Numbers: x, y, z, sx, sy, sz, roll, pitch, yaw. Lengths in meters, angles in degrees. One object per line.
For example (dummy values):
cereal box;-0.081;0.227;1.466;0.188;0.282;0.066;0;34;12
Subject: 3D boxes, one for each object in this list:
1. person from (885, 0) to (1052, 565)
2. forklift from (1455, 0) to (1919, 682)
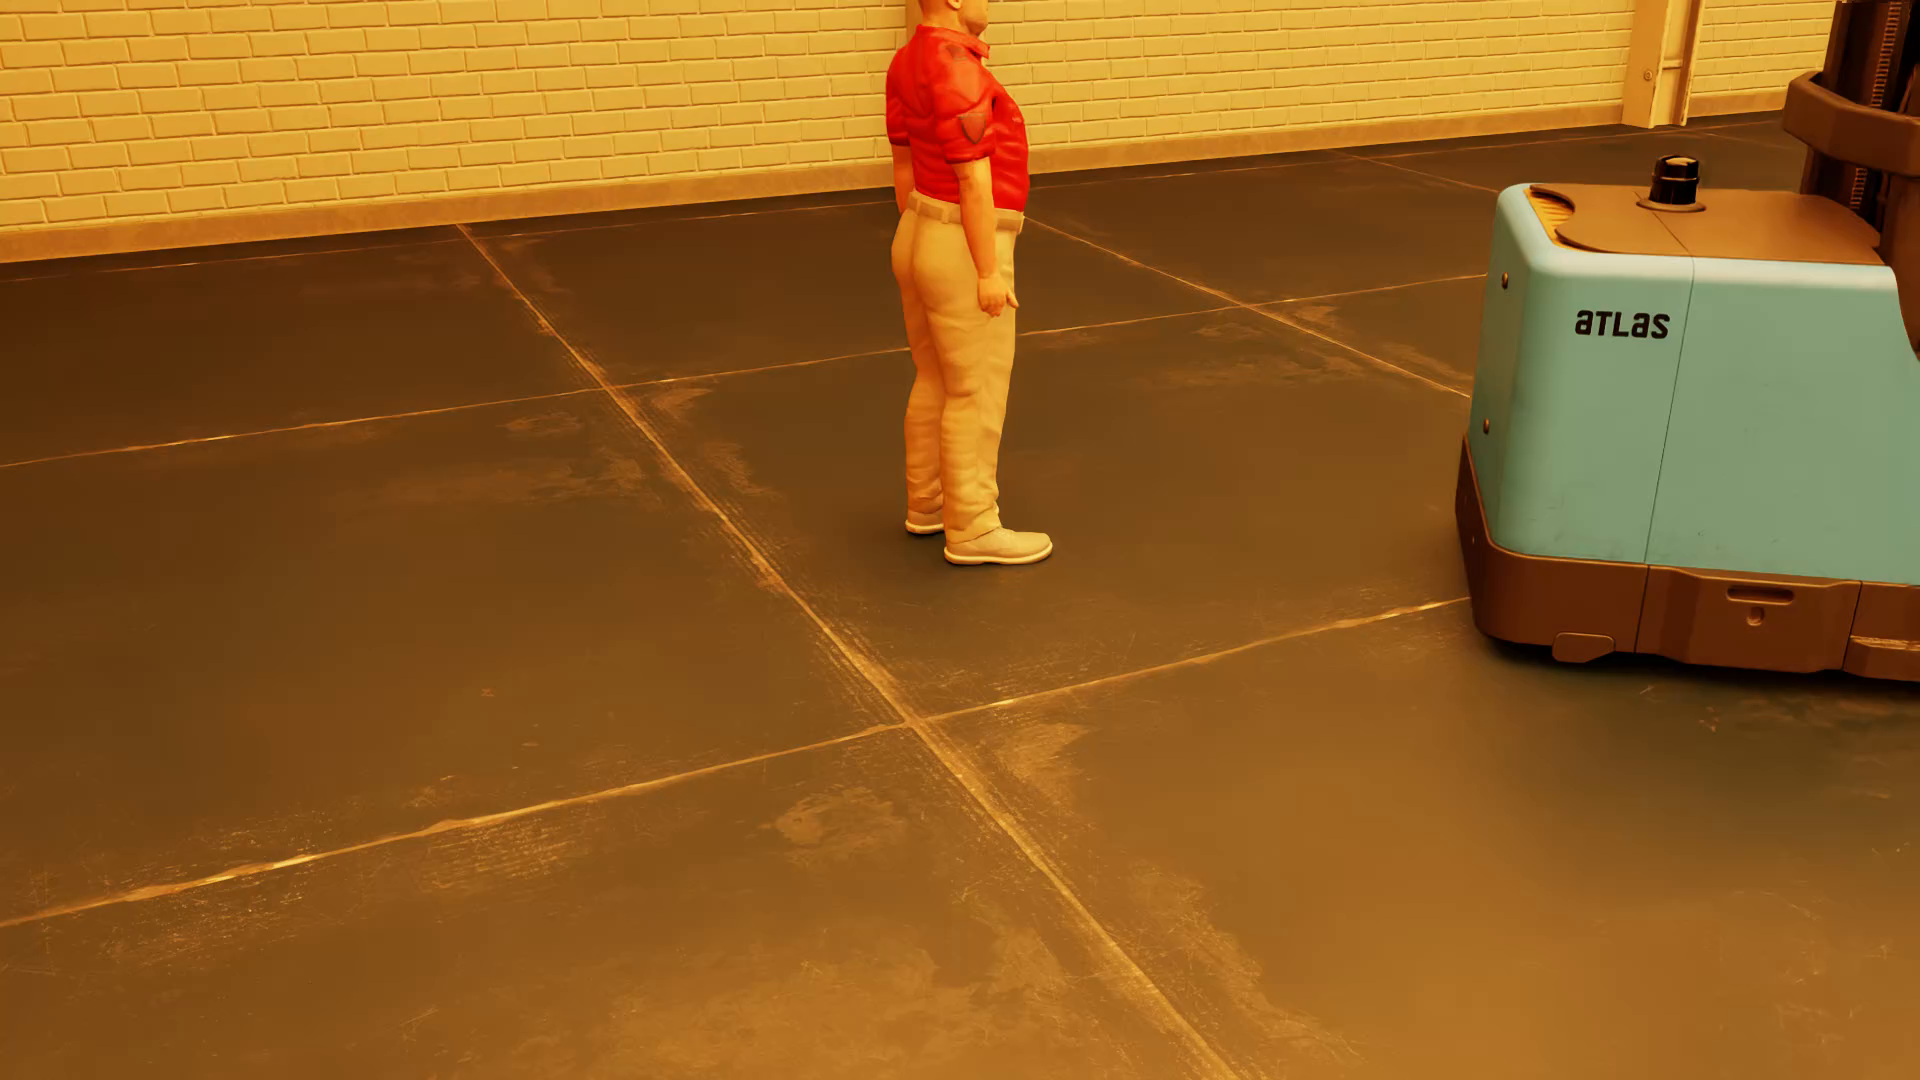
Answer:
person;0.012;-0.800;4.787;0.385;1.728;0.526;-10;25;-23
forklift;2.931;-1.108;3.954;3.031;2.935;1.130;5;23;11
